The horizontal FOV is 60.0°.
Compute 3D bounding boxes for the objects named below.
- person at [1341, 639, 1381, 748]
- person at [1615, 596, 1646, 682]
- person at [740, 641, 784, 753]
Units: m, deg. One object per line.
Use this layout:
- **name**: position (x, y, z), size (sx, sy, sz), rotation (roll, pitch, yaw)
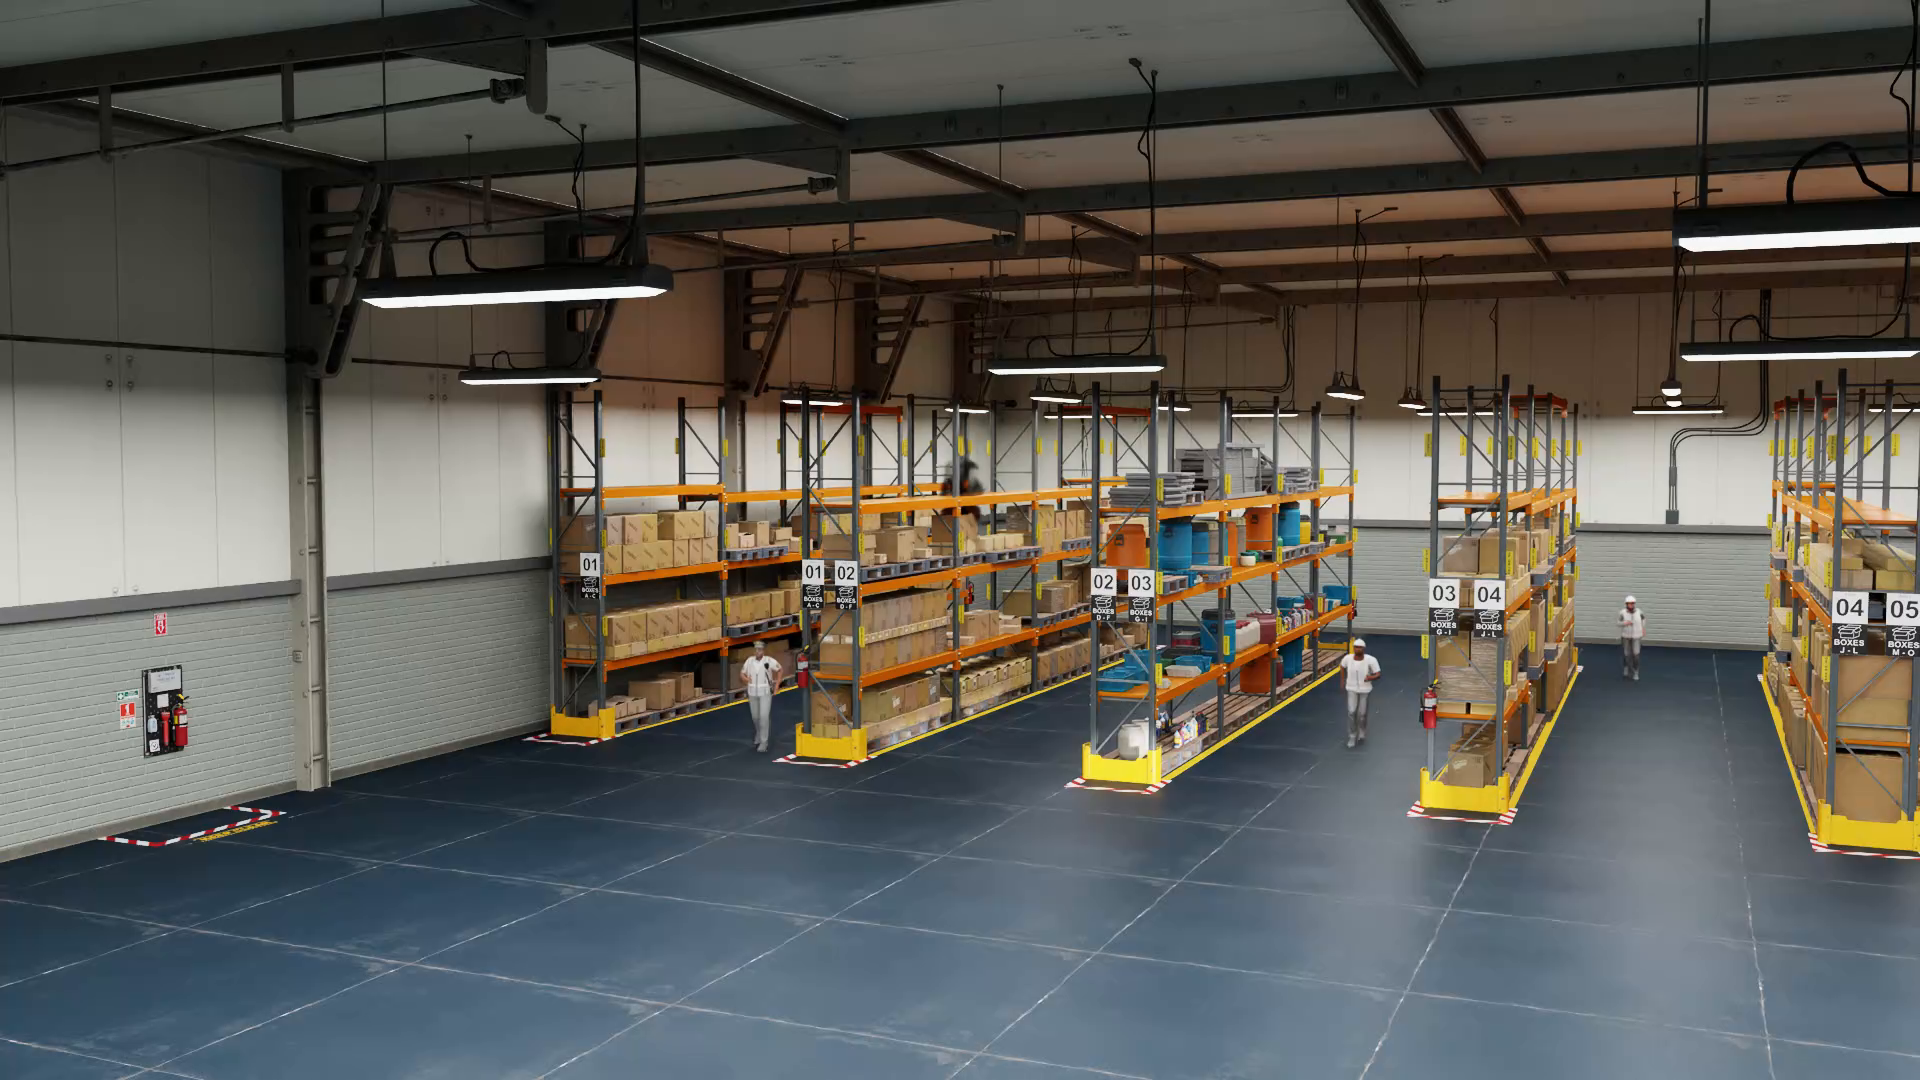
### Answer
- **person**: position (6.758, 2.574, 28.094), size (0.680, 1.821, 0.794), rotation (1, 3, 17)
- **person**: position (14.494, 2.108, 35.962), size (0.633, 1.806, 0.867), rotation (1, 3, 18)
- **person**: position (-3.326, 2.566, 27.682), size (0.701, 1.804, 0.927), rotation (1, 3, 10)
